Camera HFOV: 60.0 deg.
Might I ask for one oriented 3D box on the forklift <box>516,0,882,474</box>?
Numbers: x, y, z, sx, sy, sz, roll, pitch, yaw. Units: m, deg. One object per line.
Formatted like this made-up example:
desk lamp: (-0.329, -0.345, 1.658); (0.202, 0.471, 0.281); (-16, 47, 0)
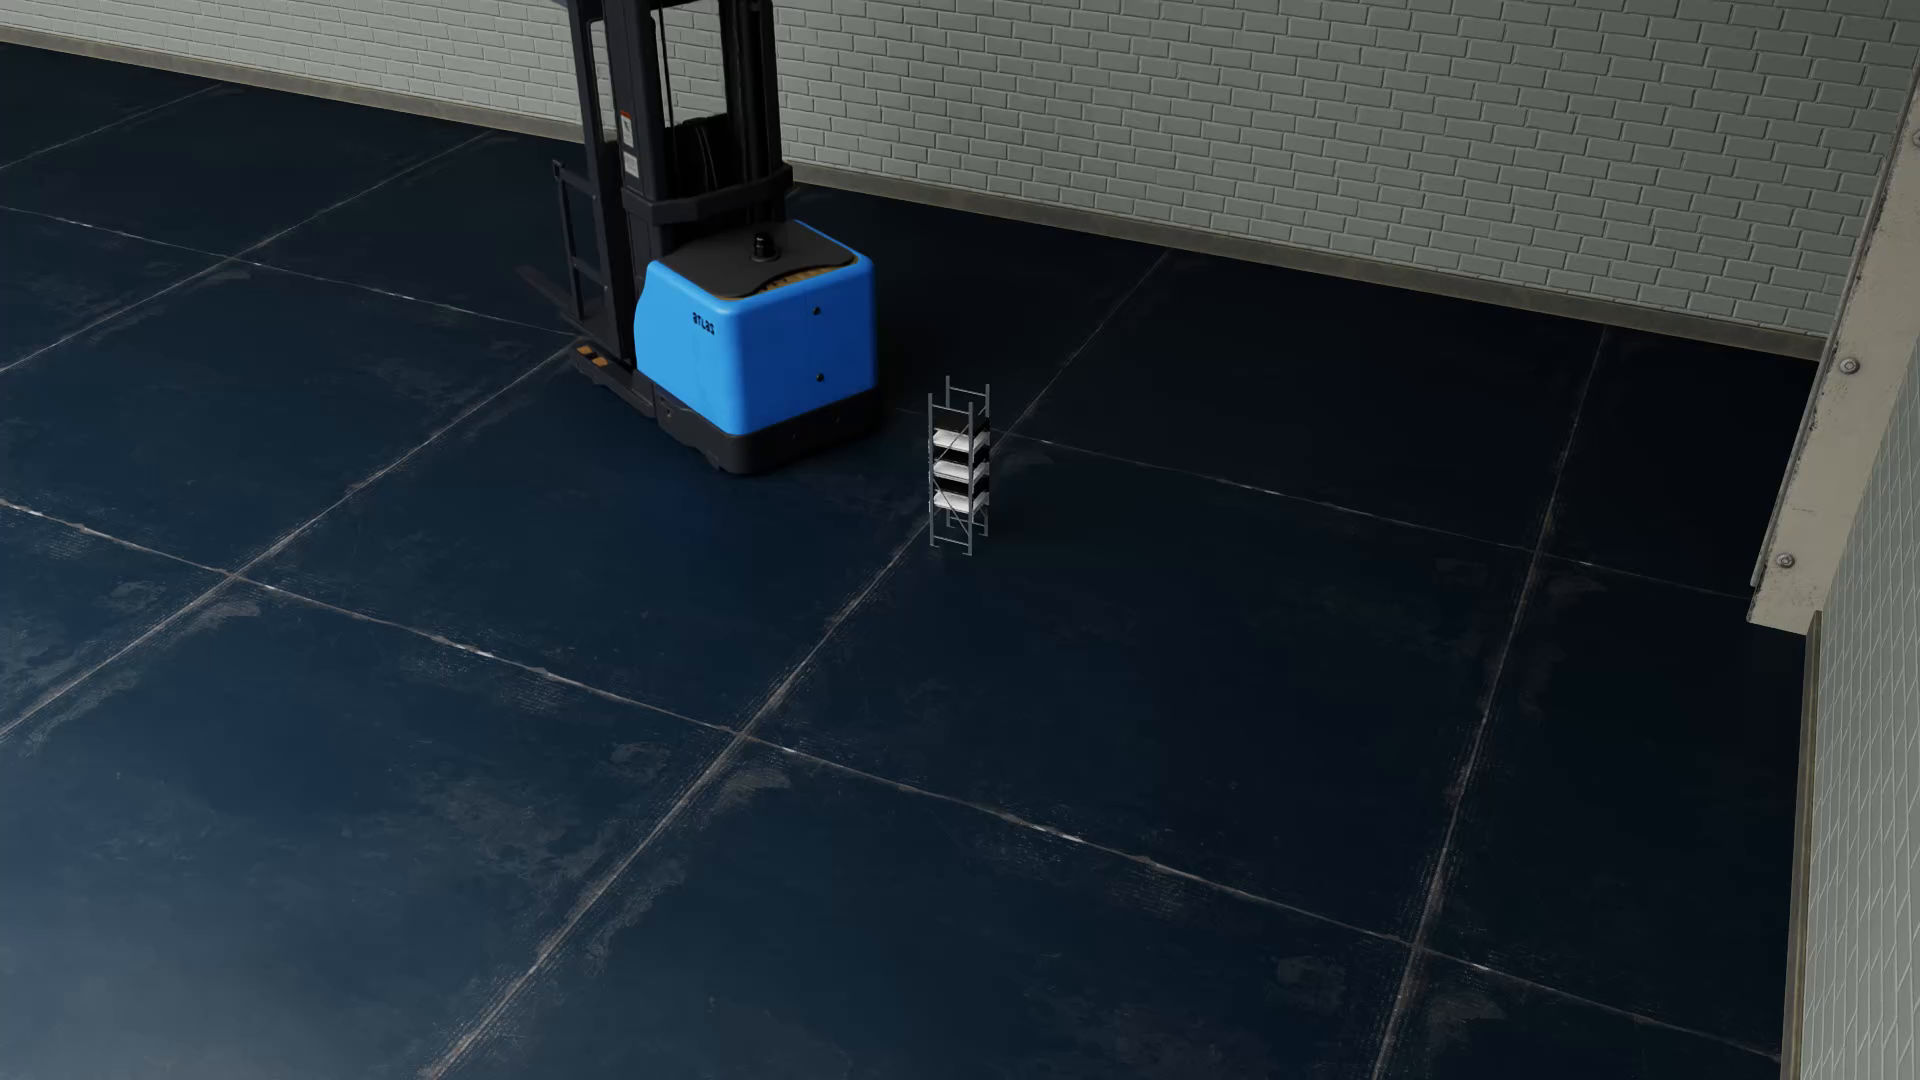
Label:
forklift: (-1.767, -2.331, 9.632); (1.130, 2.935, 3.031); (-24, 40, -32)

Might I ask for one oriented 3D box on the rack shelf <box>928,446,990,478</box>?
rack shelf: (-0.003, -0.420, 8.466); (0.258, 0.077, 0.200); (14, 36, 20)

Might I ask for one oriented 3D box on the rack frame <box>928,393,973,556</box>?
rack frame: (-0.046, -0.322, 8.420); (0.240, 0.900, 0.006); (14, 36, 20)

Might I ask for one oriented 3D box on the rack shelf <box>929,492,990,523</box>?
rack shelf: (-0.003, -0.194, 8.614); (0.258, 0.077, 0.200); (14, 36, 20)

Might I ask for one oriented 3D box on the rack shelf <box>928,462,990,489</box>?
rack shelf: (-0.003, -0.344, 8.515); (0.258, 0.077, 0.200); (14, 36, 20)

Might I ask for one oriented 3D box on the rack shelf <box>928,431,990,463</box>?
rack shelf: (-0.003, -0.495, 8.417); (0.258, 0.077, 0.200); (14, 36, 20)

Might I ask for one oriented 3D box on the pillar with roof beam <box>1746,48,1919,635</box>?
pillar with roof beam: (0.163, -4.415, 7.277); (9.100, 9.000, 0.400); (14, 36, 20)

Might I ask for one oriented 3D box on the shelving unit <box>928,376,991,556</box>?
shelving unit: (-0.003, -0.372, 8.497); (0.258, 0.900, 0.210); (14, 36, 20)

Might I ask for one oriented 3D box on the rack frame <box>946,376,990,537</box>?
rack frame: (0.039, -0.423, 8.574); (0.240, 0.900, 0.006); (14, 36, 20)

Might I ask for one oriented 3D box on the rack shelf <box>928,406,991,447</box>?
rack shelf: (-0.003, -0.570, 8.367); (0.258, 0.077, 0.200); (14, 36, 20)

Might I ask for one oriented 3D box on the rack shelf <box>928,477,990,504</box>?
rack shelf: (-0.003, -0.269, 8.565); (0.258, 0.077, 0.200); (14, 36, 20)
